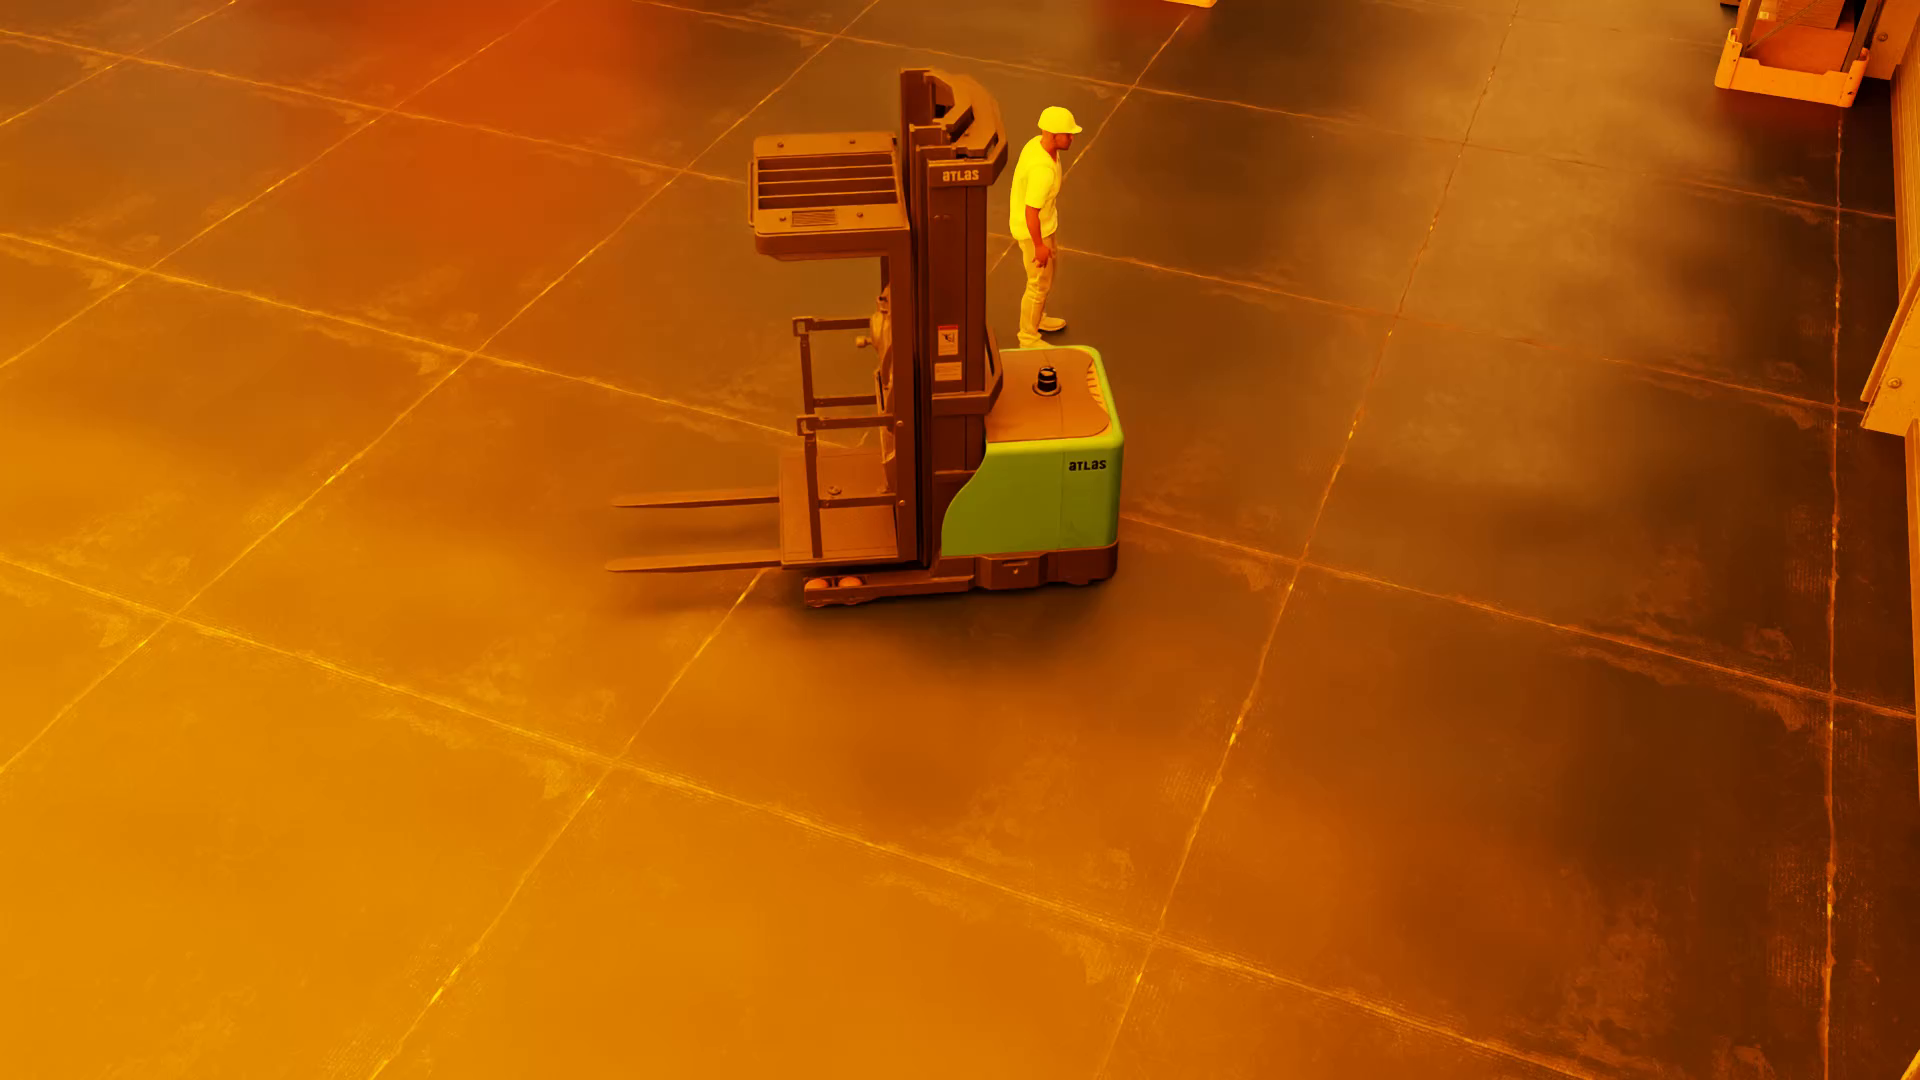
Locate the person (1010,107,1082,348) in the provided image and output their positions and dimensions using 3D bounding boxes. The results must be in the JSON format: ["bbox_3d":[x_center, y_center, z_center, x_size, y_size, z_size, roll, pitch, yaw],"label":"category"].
[{"bbox_3d":[0.575,-2.161,11.504,0.462,1.759,0.633,6,40,7],"label":"person"}]

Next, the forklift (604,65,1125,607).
[{"bbox_3d":[-0.608,-1.086,9.304,3.031,2.935,1.130,-4,40,-4],"label":"forklift"}]
